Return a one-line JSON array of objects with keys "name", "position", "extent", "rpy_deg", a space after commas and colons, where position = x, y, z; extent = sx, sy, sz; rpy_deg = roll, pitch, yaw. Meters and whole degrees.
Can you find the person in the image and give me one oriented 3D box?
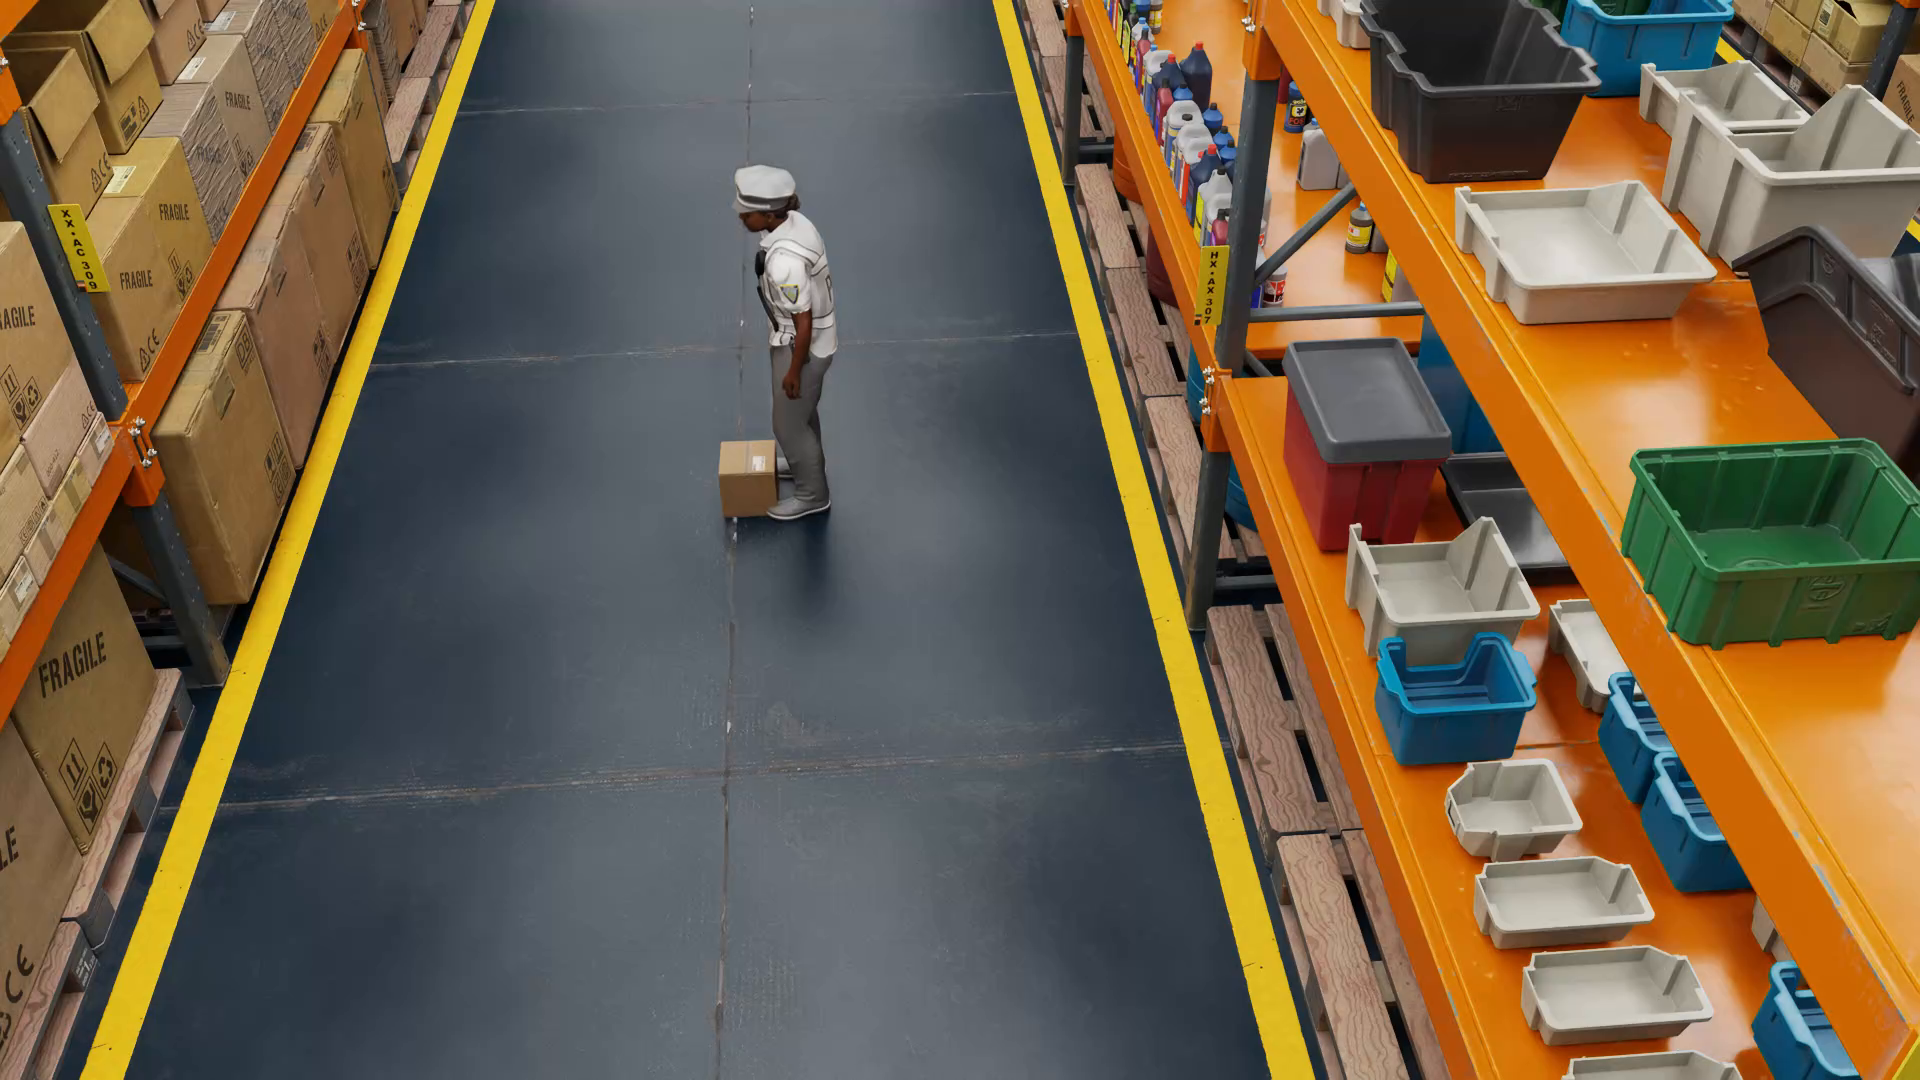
[{"name": "person", "position": [-0.728, -0.846, 7.188], "extent": [0.396, 1.657, 0.520], "rpy_deg": [-5, 40, -6]}]
